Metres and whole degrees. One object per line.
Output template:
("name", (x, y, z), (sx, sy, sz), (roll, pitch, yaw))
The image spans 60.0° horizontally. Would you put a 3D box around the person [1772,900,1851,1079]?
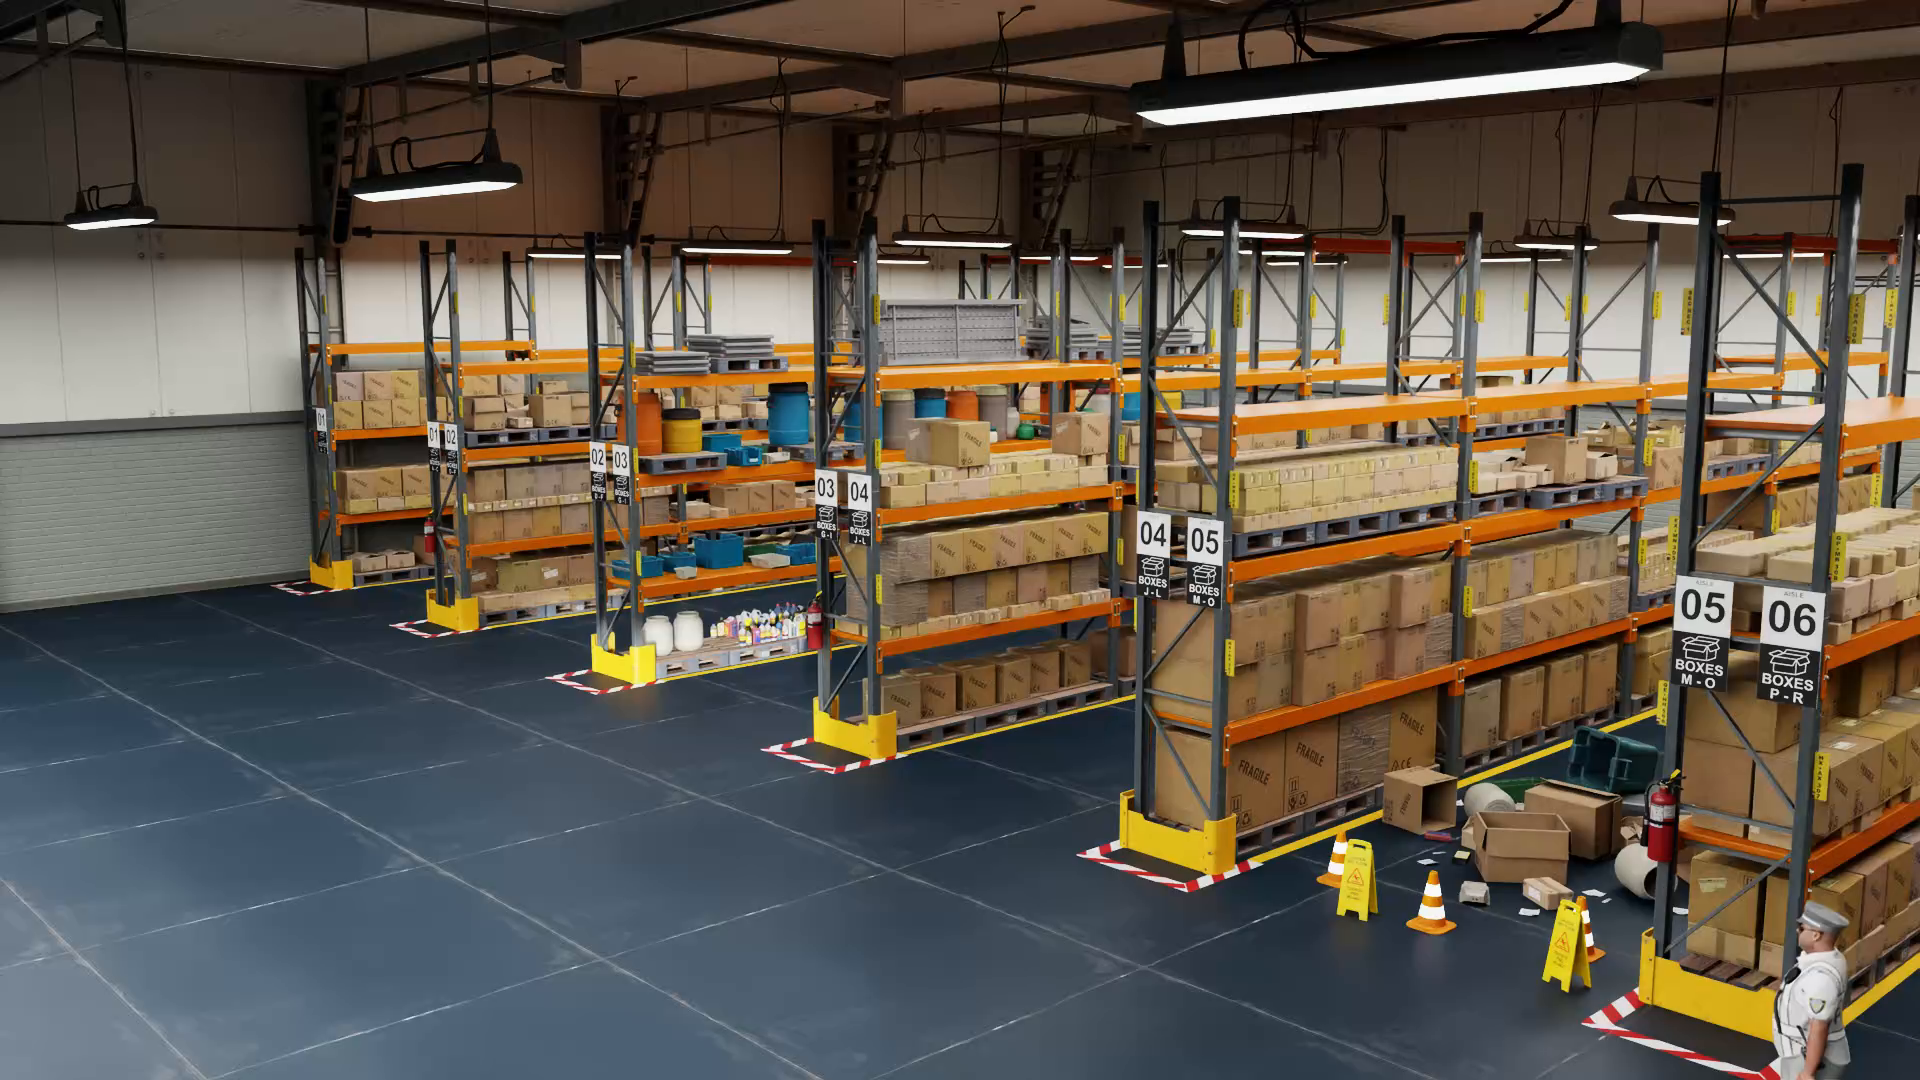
("person", (4.807, 2.918, 9.439), (0.417, 1.775, 0.574), (3, 9, 18))
